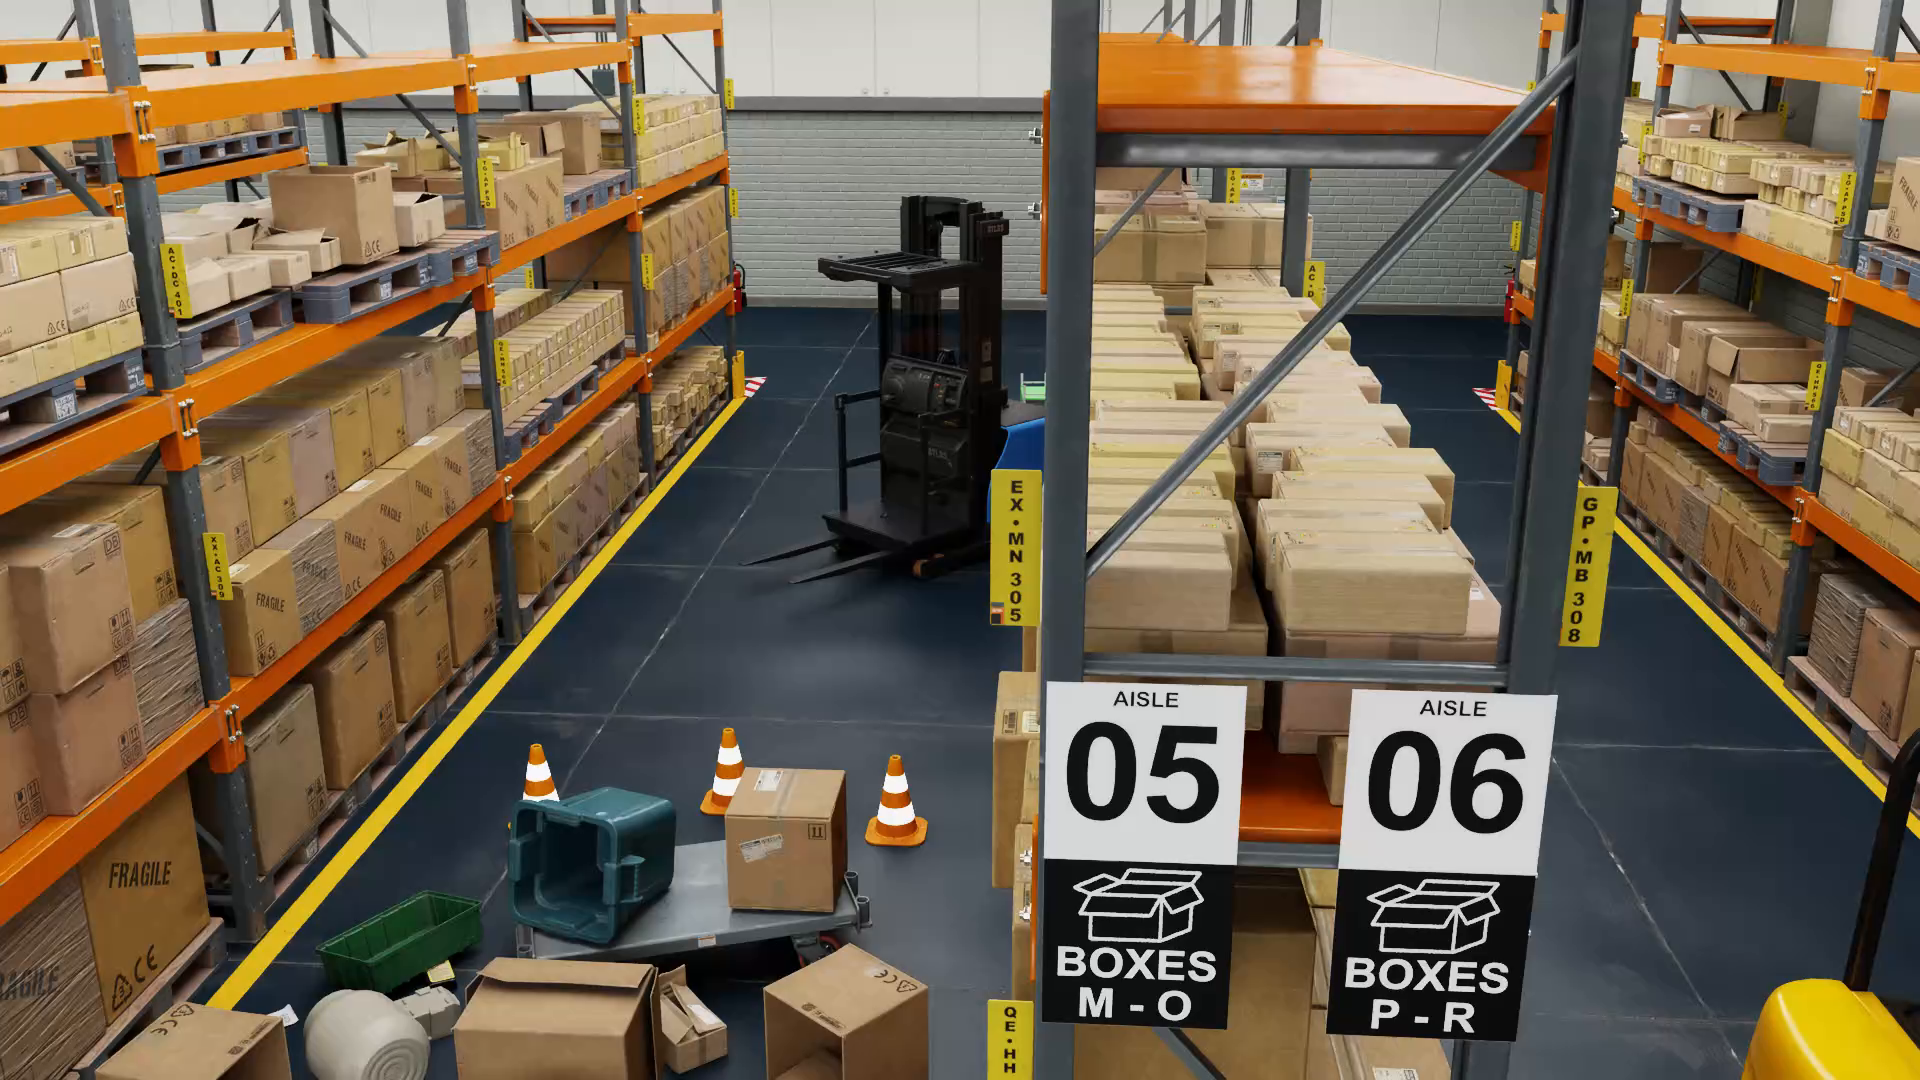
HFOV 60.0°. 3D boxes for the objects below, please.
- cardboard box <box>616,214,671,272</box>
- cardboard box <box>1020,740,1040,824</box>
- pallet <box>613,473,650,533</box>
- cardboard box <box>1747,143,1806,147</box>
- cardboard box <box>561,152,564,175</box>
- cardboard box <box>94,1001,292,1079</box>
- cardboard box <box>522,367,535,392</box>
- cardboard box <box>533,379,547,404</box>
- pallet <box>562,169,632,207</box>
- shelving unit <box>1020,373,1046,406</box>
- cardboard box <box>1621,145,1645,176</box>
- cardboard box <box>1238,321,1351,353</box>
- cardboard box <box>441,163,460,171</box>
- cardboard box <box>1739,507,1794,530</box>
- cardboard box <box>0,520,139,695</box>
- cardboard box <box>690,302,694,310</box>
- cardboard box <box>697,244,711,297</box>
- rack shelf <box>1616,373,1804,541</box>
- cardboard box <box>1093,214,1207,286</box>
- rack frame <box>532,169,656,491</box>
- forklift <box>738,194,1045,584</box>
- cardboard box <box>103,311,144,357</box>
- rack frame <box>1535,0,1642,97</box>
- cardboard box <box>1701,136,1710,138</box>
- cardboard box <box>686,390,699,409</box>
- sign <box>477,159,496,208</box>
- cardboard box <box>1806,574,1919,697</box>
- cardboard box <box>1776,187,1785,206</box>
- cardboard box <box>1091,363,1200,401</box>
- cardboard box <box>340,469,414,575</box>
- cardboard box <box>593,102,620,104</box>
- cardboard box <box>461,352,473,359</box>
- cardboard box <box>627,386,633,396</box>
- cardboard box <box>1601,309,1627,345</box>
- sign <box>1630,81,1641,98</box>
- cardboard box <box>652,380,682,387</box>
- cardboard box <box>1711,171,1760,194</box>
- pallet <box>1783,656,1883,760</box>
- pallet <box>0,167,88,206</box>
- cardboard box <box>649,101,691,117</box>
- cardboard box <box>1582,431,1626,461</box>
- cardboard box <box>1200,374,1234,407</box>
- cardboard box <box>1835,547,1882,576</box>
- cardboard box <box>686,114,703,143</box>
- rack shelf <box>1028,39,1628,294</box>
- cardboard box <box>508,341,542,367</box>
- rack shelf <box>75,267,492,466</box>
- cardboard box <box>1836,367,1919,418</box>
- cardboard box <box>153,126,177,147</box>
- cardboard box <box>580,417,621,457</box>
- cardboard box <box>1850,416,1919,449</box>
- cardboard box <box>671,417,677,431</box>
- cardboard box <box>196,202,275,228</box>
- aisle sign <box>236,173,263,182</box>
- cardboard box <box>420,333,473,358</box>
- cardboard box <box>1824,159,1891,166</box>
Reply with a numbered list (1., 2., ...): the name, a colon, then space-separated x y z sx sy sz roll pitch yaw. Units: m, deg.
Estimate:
1. cardboard box: -3.124 -2.884 16.163 0.500 0.500 0.500 1 18 2
2. cardboard box: 0.526 0.898 4.622 0.700 0.500 0.500 1 18 4
3. pallet: -3.475 -0.357 15.173 1.003 0.211 1.213 1 18 4
4. cardboard box: 6.536 -3.095 13.324 0.380 0.149 0.250 2 18 5
5. cardboard box: -3.693 -3.238 14.138 0.500 0.311 0.500 1 18 3
6. cardboard box: -3.082 2.253 6.742 0.500 0.500 0.500 4 19 13
7. cardboard box: -3.440 -1.216 12.568 0.380 0.149 0.250 1 18 2
8. cardboard box: -3.418 -1.147 12.836 0.380 0.149 0.250 2 18 6
9. pallet: -3.571 -3.071 14.461 1.213 0.211 1.003 1 18 4
10. shelving unit: 0.680 -0.879 15.178 0.258 1.200 0.503 0 18 0
11. cardboard box: 6.260 -3.386 14.885 0.500 0.250 0.500 1 18 4
12. cardboard box: 1.207 -0.697 6.038 0.380 0.149 0.250 2 18 6
13. cardboard box: -3.897 -2.493 12.236 0.500 0.500 0.500 1 18 4
14. cardboard box: 6.022 -0.138 12.325 0.380 0.149 0.250 1 18 2
15. cardboard box: -3.979 0.264 6.826 0.875 0.550 0.550 1 18 4
16. cardboard box: -3.056 -2.541 17.764 0.380 0.149 0.250 1 18 2
17. cardboard box: -2.979 -2.892 17.794 0.500 0.500 0.500 1 18 4
18. rack shelf: 6.331 -0.772 13.117 1.077 0.370 4.000 1 18 4
19. cardboard box: 0.865 -1.334 7.624 0.500 0.250 0.500 2 18 5
20. rack frame: -3.421 -1.924 15.477 1.000 3.000 0.127 1 18 4
21. forklift: -0.447 -1.254 13.544 3.031 2.935 1.130 -17 25 -42
22. cardboard box: -3.702 -0.872 7.018 0.380 0.149 0.250 1 18 4
23. rack frame: 6.761 -5.828 17.758 1.000 3.000 0.127 1 18 4
24. cardboard box: 6.794 -3.615 14.783 0.500 0.250 0.500 1 18 3
25. cardboard box: -2.976 -1.494 17.592 0.380 0.149 0.250 1 18 4
26. sign: -3.155 -2.375 11.080 0.100 0.325 0.005 1 18 4
27. cardboard box: 6.130 0.630 10.824 0.875 0.625 0.625 2 18 6
28. cardboard box: 6.098 -2.467 11.919 0.380 0.149 0.250 1 18 4
29. cardboard box: 0.573 -0.470 5.345 0.380 0.149 0.250 2 18 5
30. cardboard box: -3.578 -0.114 9.792 0.500 0.500 0.500 2 18 5
31. cardboard box: -3.525 -4.370 16.923 0.380 0.149 0.250 2 18 6
32. cardboard box: -4.054 -1.386 13.088 0.380 0.149 0.250 1 18 4
33. cardboard box: -3.635 -1.574 17.359 0.380 0.149 0.250 1 18 2
34. cardboard box: 6.268 -1.969 15.377 0.500 0.250 0.500 2 18 5
35. sign: 7.314 -4.805 18.030 0.100 0.325 0.005 1 18 4
36. cardboard box: -3.109 -1.563 17.324 0.380 0.149 0.250 1 18 2
37. cardboard box: 5.972 -2.726 12.677 0.380 0.149 0.250 2 18 5
38. pallet: 6.090 1.087 10.766 1.003 0.211 1.213 1 18 4
39. pallet: -8.377 -3.115 14.601 0.805 0.209 1.217 1 18 2
40. cardboard box: -2.988 -4.440 17.138 0.380 0.149 0.250 2 18 5
41. cardboard box: 6.247 -0.926 16.148 0.396 0.266 0.258 2 18 6
42. cardboard box: 1.101 -0.397 5.765 0.500 0.250 0.500 1 18 3
43. cardboard box: 6.498 0.371 11.814 0.500 0.500 0.500 2 18 6
44. cardboard box: -2.988 -4.291 17.323 0.500 0.250 0.500 2 18 5
45. rack shelf: 0.807 -1.246 4.935 1.077 0.370 4.000 1 18 4
46. cardboard box: -3.423 -1.425 12.729 0.380 0.149 0.250 1 18 2
47. rack shelf: -3.851 -1.144 9.435 1.077 0.370 4.000 1 18 4
48. cardboard box: 6.381 -0.896 11.506 0.500 0.500 0.500 2 18 7
49. cardboard box: -8.322 -4.197 16.602 0.700 0.500 0.500 2 18 7
50. cardboard box: -3.272 -0.896 14.474 0.500 0.250 0.500 2 18 7
51. cardboard box: 5.854 -0.673 10.458 0.380 0.149 0.250 2 18 5
52. cardboard box: -3.137 -1.200 17.171 0.380 0.149 0.250 1 18 2
53. cardboard box: -4.052 -1.777 9.519 0.500 0.311 0.500 1 18 3
54. aisle sign: -8.368 -4.573 19.386 0.394 0.787 0.004 1 18 4
55. cardboard box: -4.052 -1.524 13.030 0.380 0.149 0.250 1 18 4
56. cardboard box: 6.521 -2.681 12.092 0.380 0.149 0.250 1 18 4
